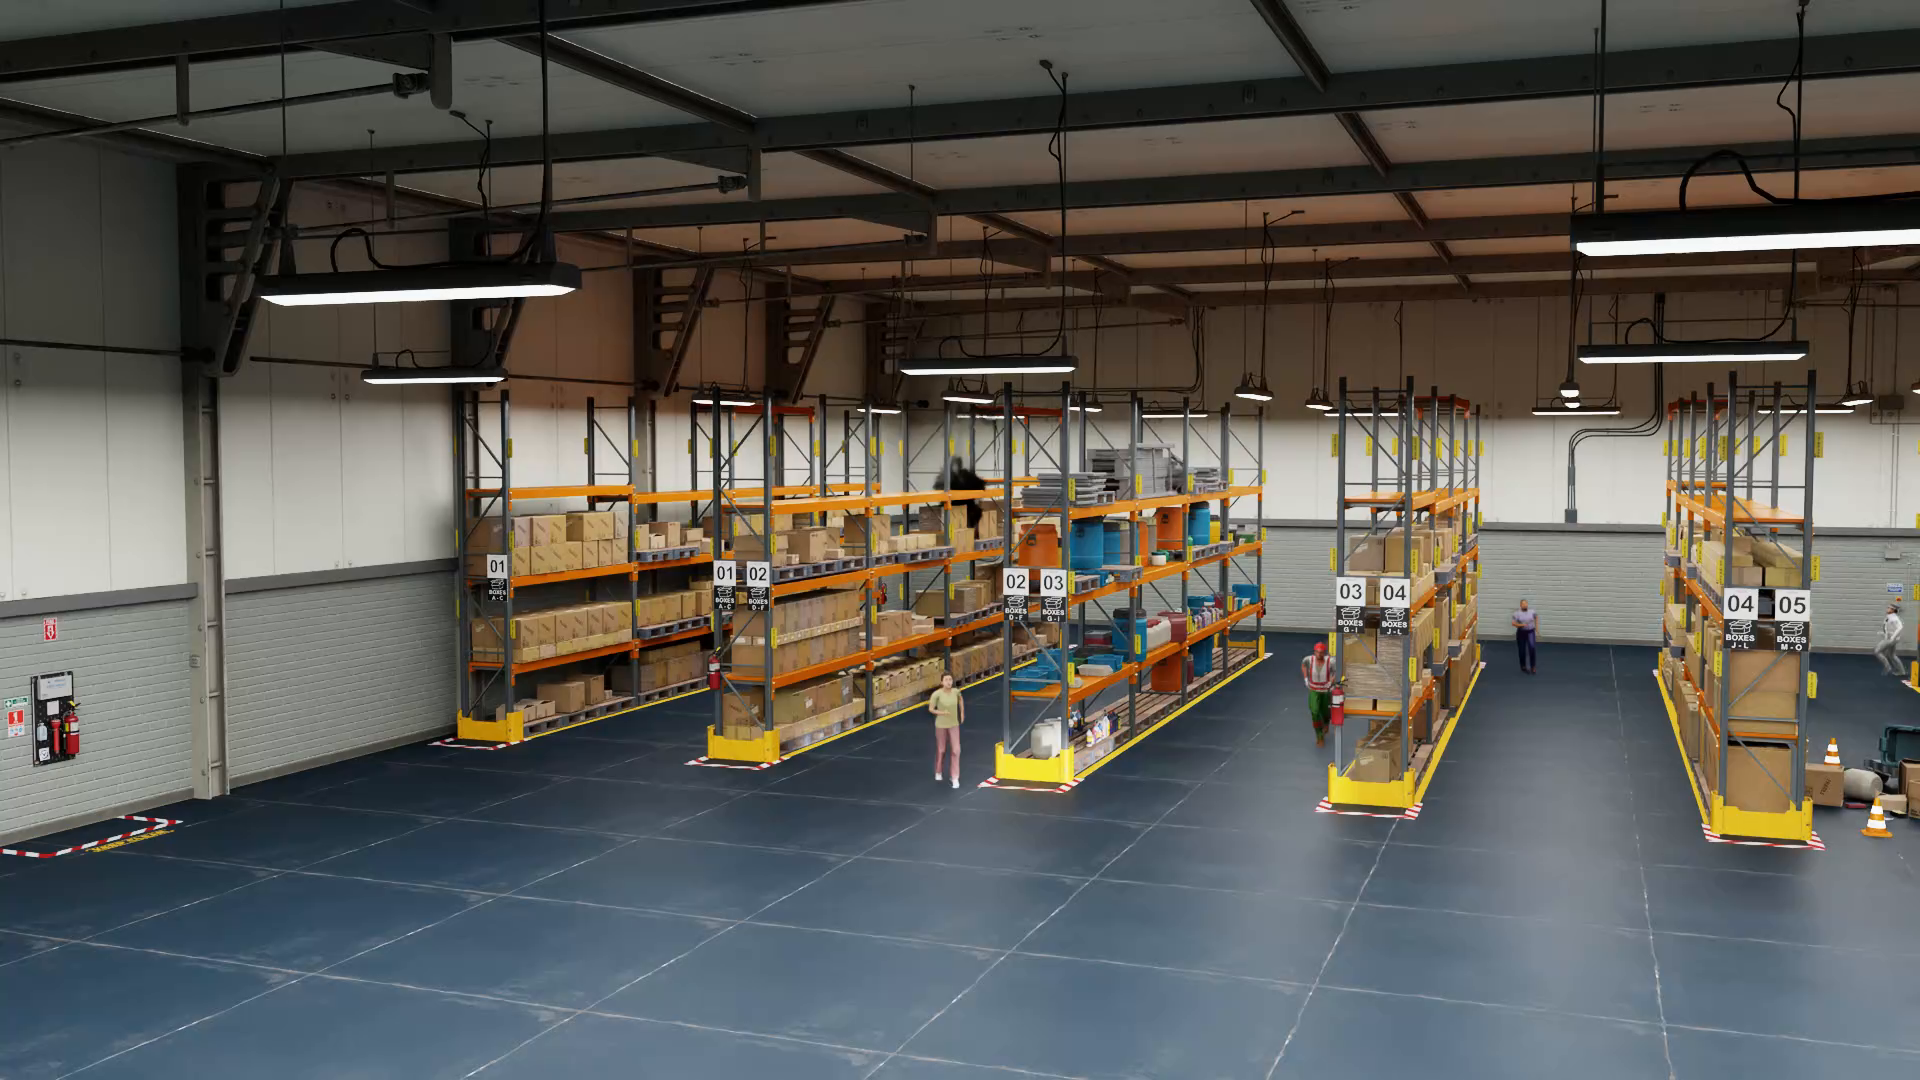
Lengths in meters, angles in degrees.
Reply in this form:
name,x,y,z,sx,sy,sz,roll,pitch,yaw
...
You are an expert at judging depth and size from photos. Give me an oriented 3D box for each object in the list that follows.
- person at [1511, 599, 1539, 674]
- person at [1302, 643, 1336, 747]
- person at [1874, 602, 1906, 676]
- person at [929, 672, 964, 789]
name,x,y,z,sx,sy,sz,roll,pitch,yaw
person,12.575,2.131,37.004,0.594,1.638,0.703,1,3,14
person,6.153,2.599,28.308,0.670,1.780,0.996,1,3,22
person,20.359,2.171,36.386,0.624,1.652,0.671,2,4,30
person,-0.203,2.829,24.722,0.579,1.693,0.738,-1,3,-16
